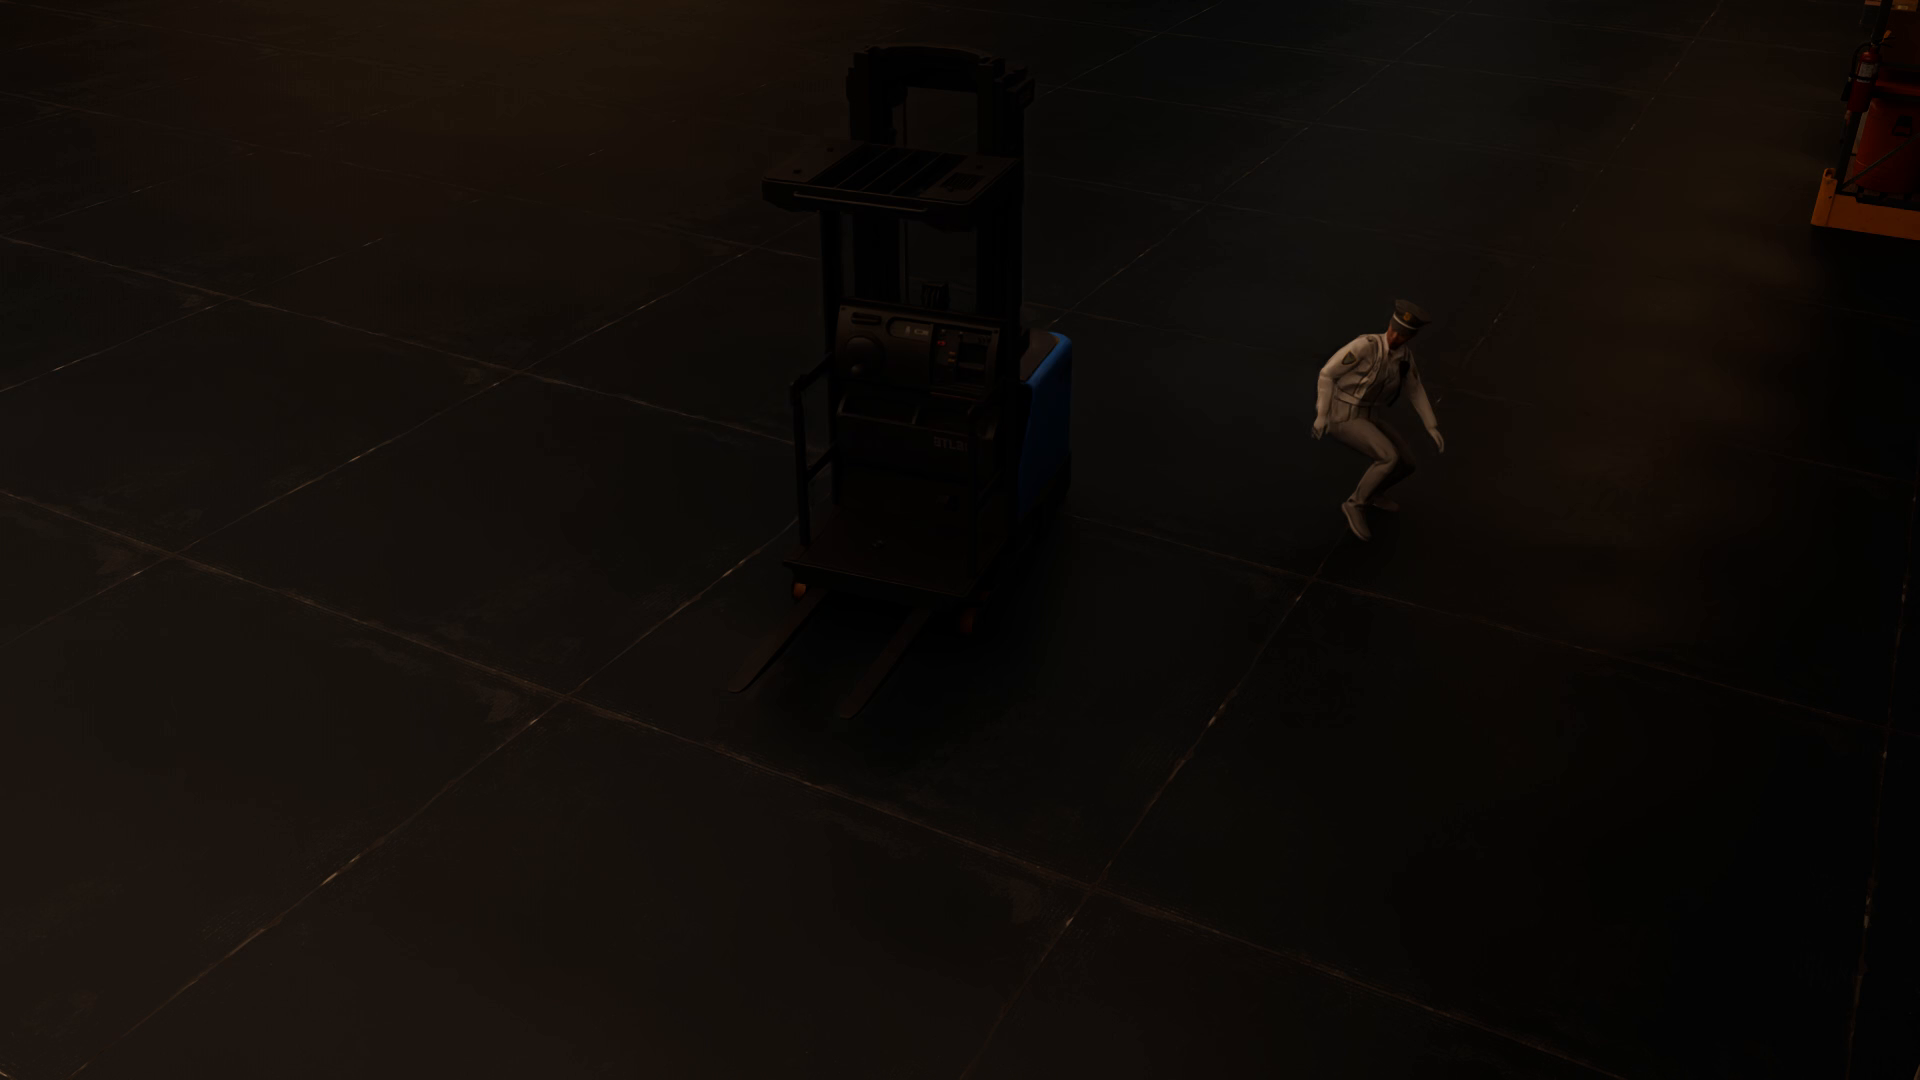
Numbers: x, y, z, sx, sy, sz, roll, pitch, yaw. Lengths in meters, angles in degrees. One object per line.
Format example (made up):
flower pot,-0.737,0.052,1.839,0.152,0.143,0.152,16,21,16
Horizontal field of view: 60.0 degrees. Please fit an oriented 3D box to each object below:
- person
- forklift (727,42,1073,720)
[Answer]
person,2.467,-0.708,9.834,0.740,1.456,0.633,-24,38,-35
forklift,-0.305,-0.976,8.761,1.130,2.935,3.031,11,32,18
